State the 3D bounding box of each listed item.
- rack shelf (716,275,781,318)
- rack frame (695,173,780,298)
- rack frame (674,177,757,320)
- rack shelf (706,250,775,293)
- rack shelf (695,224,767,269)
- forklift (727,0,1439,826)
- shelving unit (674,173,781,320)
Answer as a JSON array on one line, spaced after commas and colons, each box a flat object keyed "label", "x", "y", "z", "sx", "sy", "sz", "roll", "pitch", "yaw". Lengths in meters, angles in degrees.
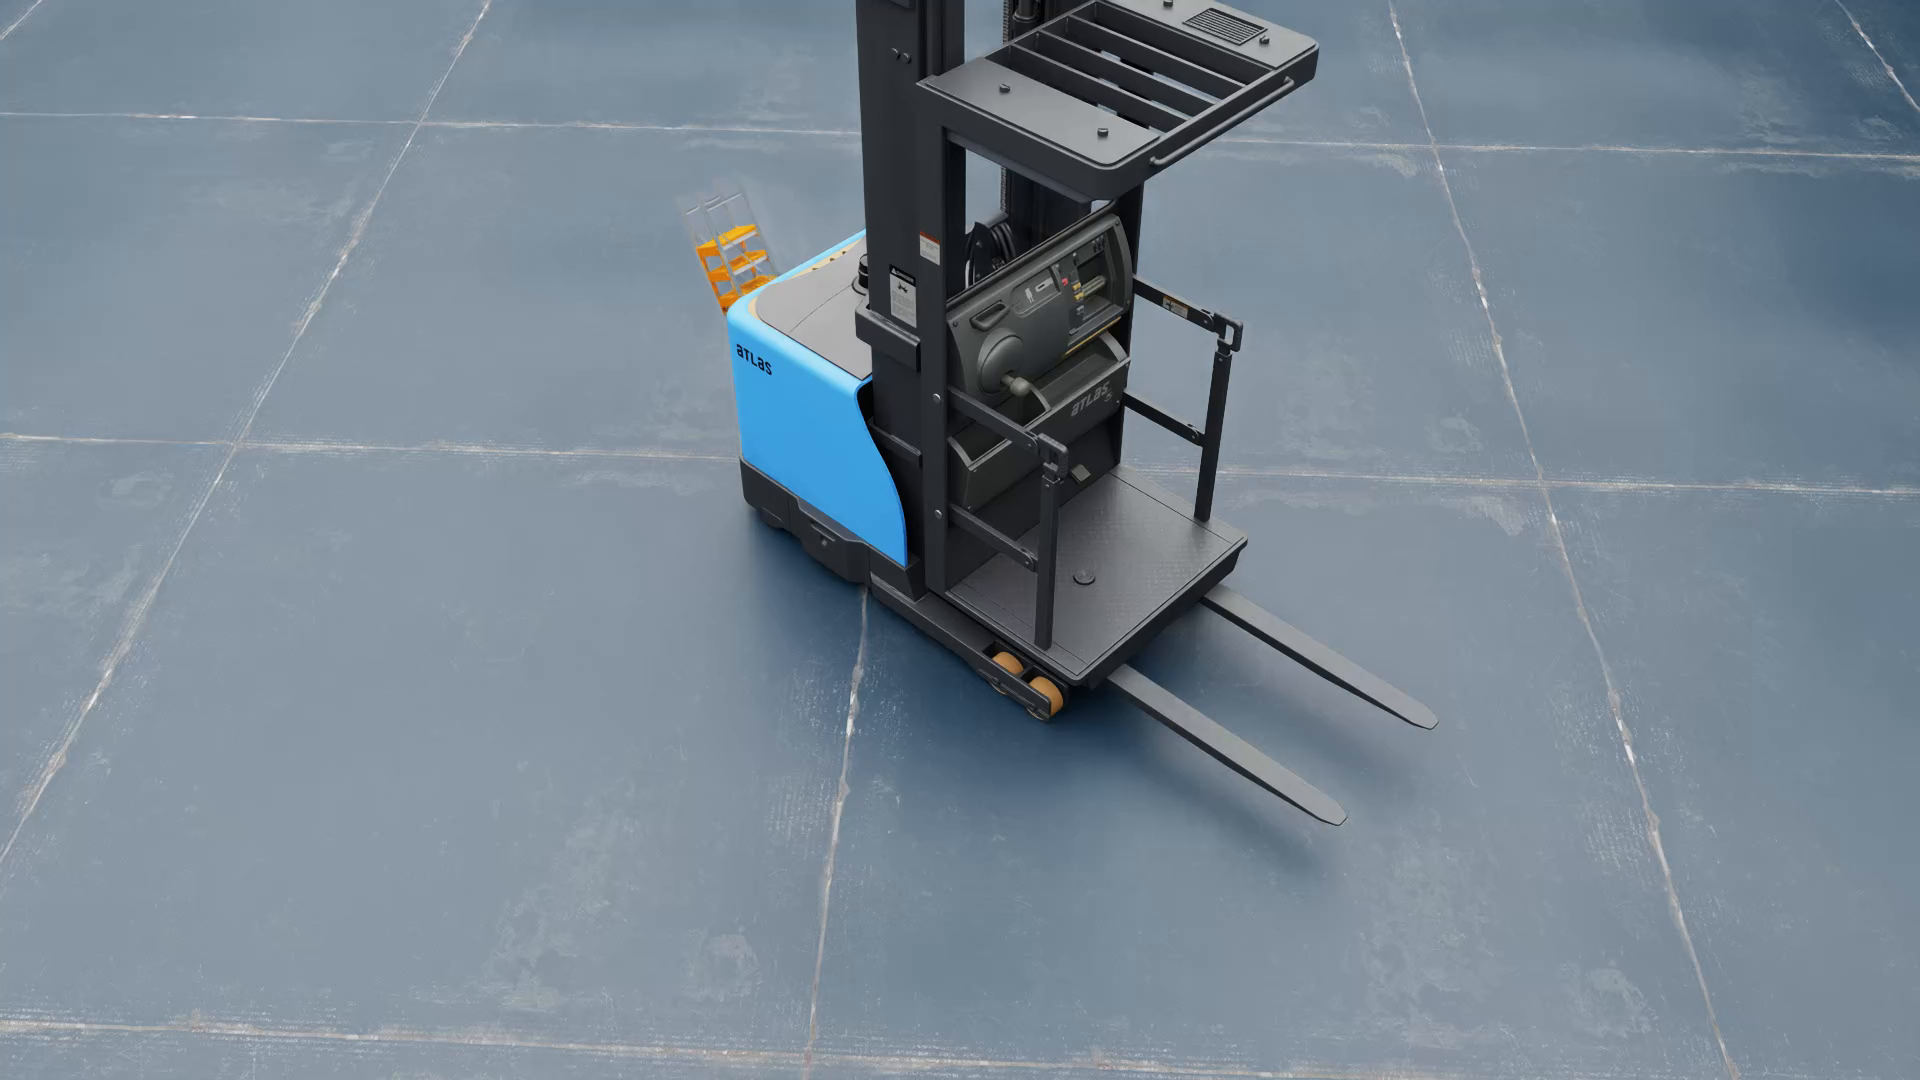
[{"label": "rack shelf", "x": -0.936, "y": -1.103, "z": 7.494, "sx": 0.258, "sy": 0.103, "sz": 0.180, "roll": -35, "pitch": 25, "yaw": -32}, {"label": "rack frame", "x": -0.852, "y": -1.031, "z": 7.450, "sx": 0.240, "sy": 1.200, "sz": 0.006, "roll": -35, "pitch": 25, "yaw": -32}, {"label": "rack frame", "x": -0.968, "y": -1.043, "z": 7.591, "sx": 0.240, "sy": 1.200, "sz": 0.006, "roll": -35, "pitch": 25, "yaw": -32}, {"label": "rack shelf", "x": -0.978, "y": -1.207, "z": 7.451, "sx": 0.258, "sy": 0.103, "sz": 0.180, "roll": -35, "pitch": 25, "yaw": -32}, {"label": "rack shelf", "x": -1.019, "y": -1.311, "z": 7.408, "sx": 0.258, "sy": 0.103, "sz": 0.180, "roll": -35, "pitch": 25, "yaw": -32}, {"label": "forklift", "x": 0.459, "y": -0.778, "z": 5.934, "sx": 3.031, "sy": 2.935, "sz": 1.130, "roll": 33, "pitch": 52, "yaw": 30}, {"label": "shelving unit", "x": -0.910, "y": -1.037, "z": 7.520, "sx": 0.258, "sy": 1.200, "sz": 0.189, "roll": -35, "pitch": 25, "yaw": -32}]
